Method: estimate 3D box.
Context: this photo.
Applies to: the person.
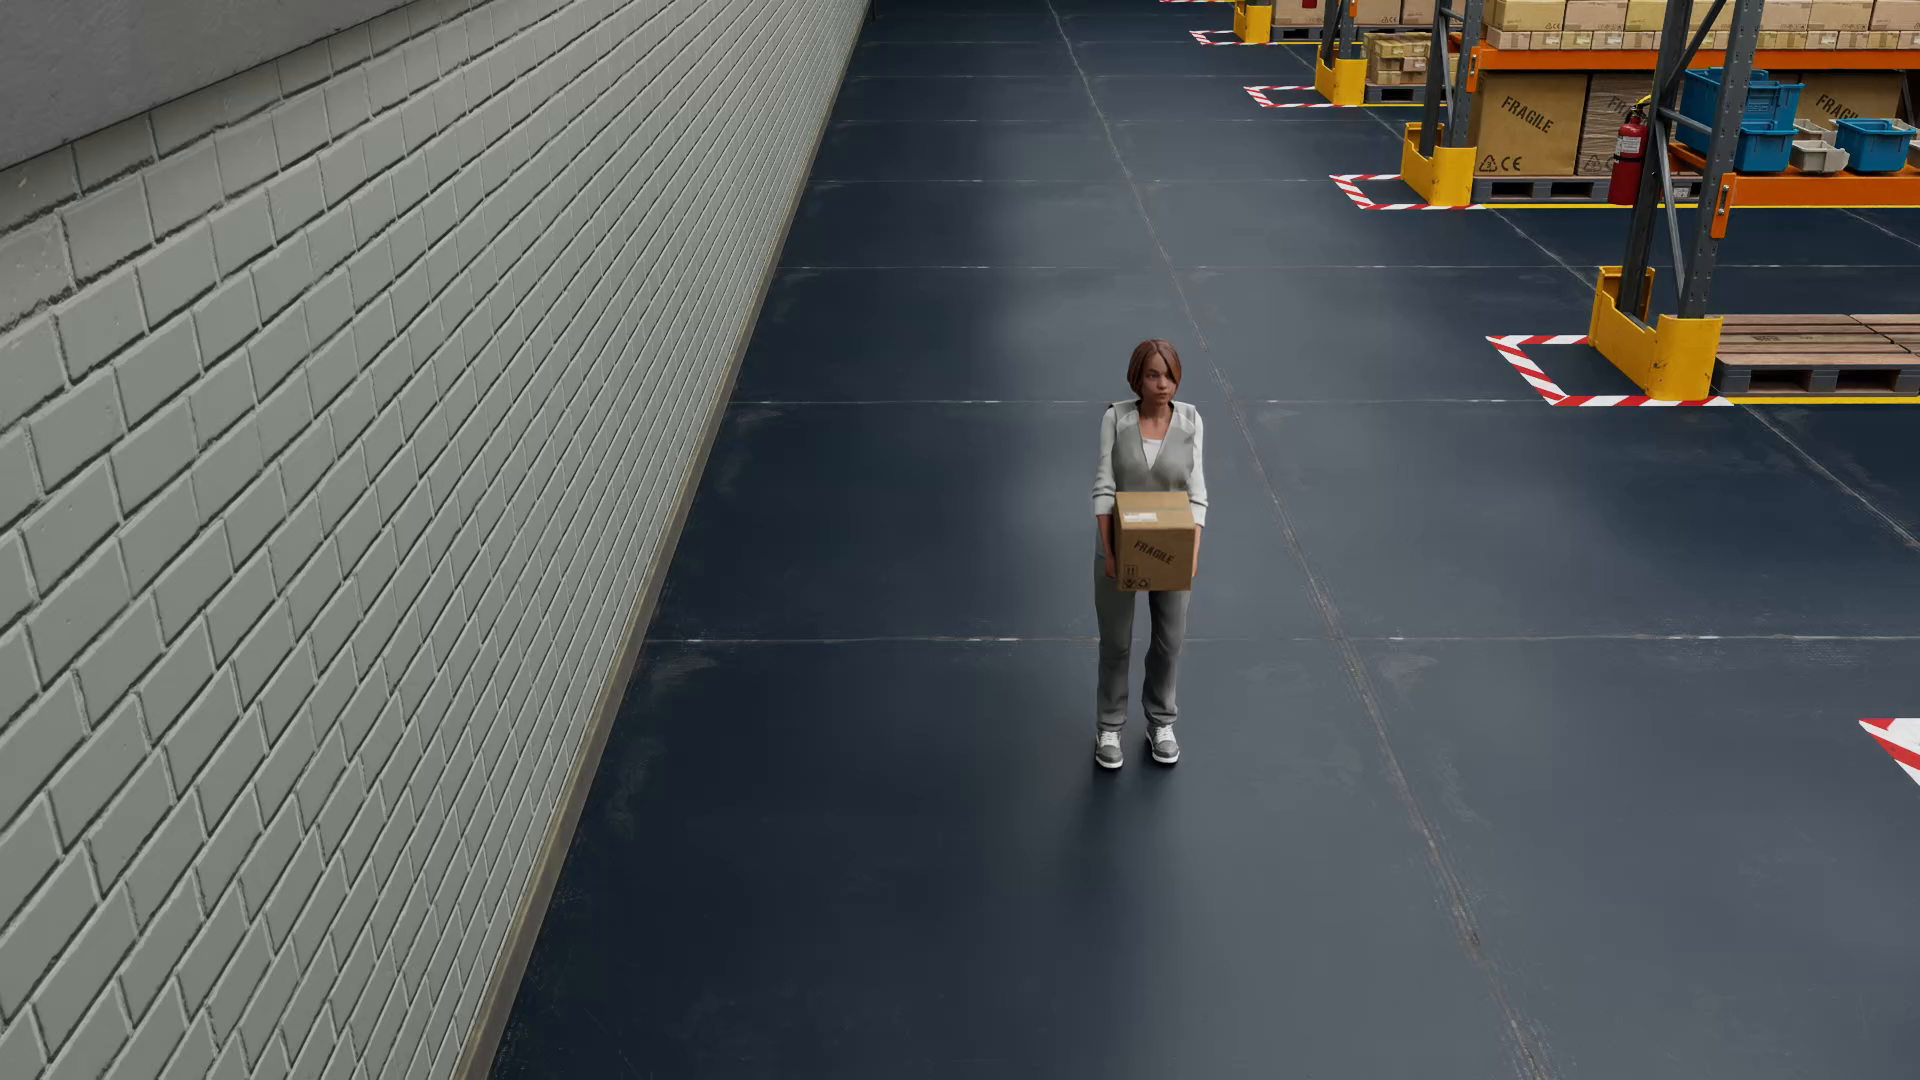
[{"bbox_3d":[0.666,0.140,6.031,0.406,1.280,0.316,0,24,0],"label":"person"}]
